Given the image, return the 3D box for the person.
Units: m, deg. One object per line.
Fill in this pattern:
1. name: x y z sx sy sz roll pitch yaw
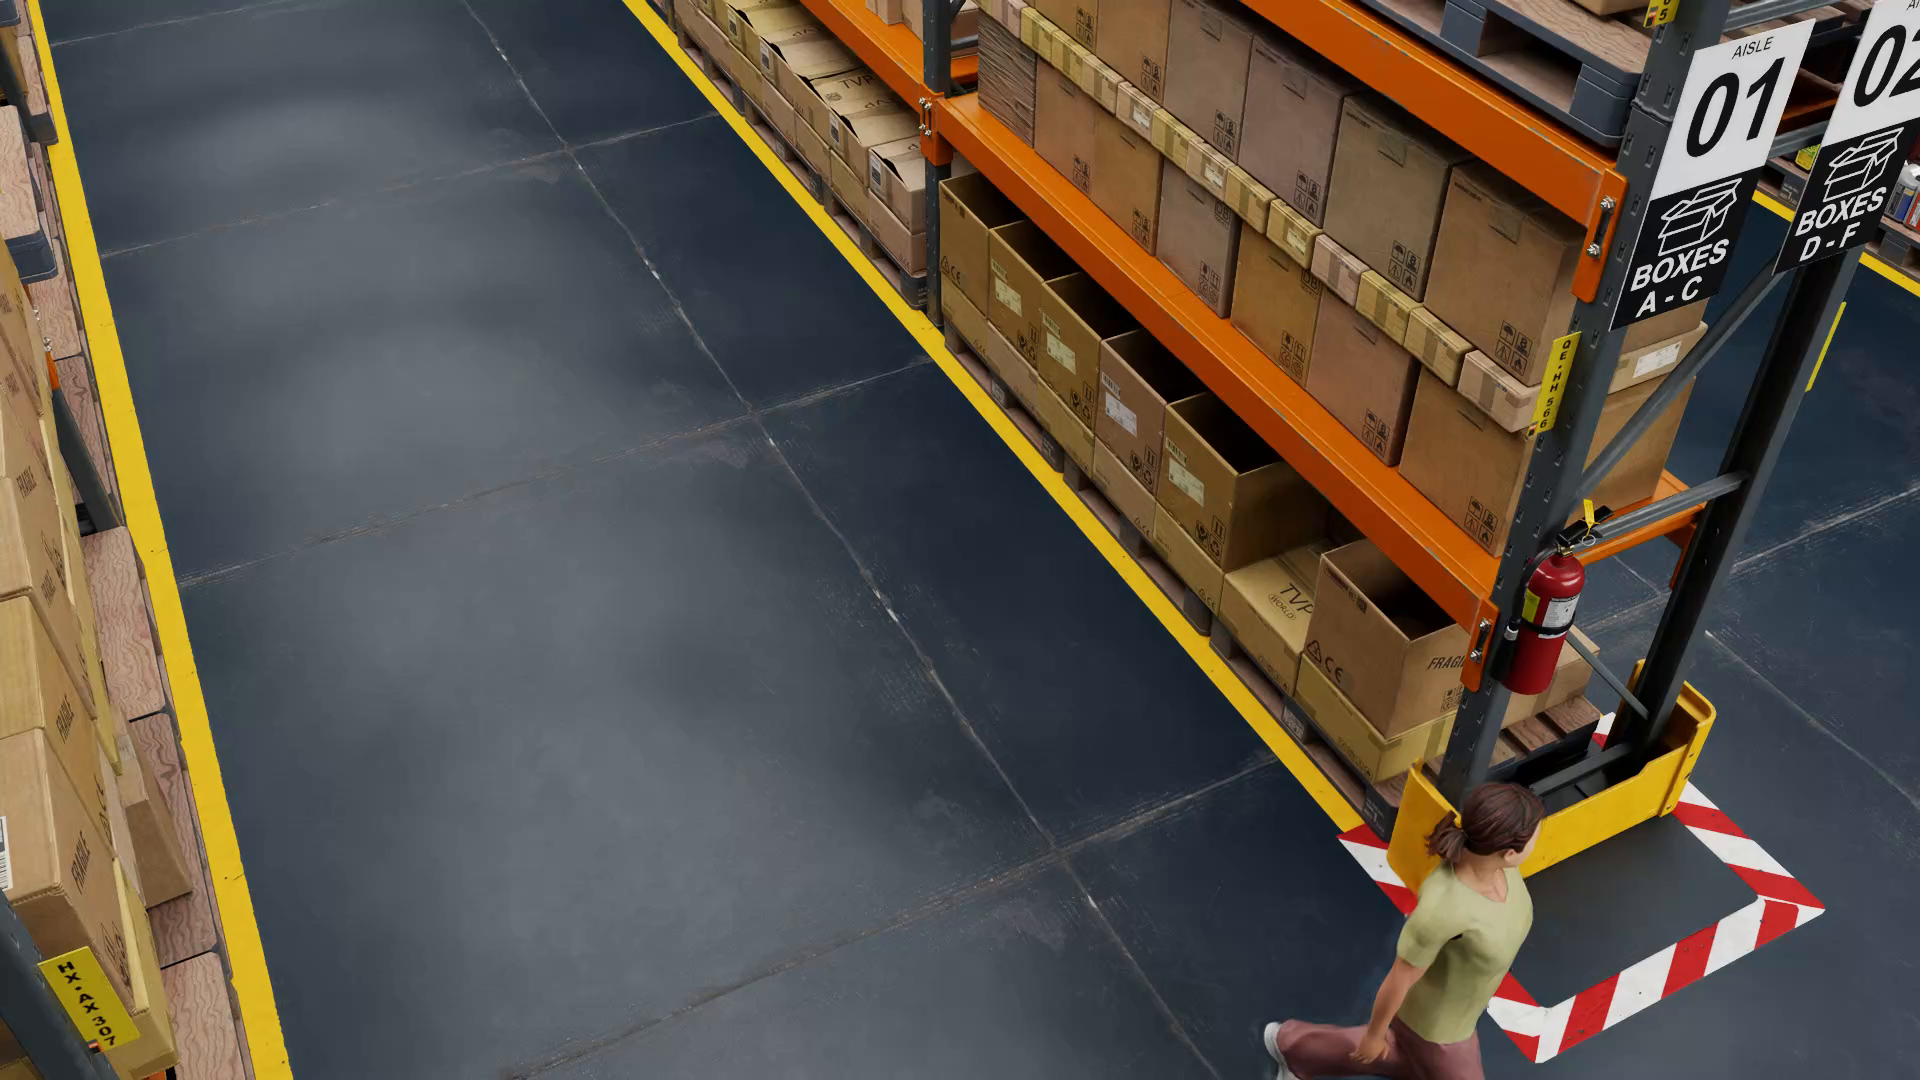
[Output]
1. person: 1.340 1.281 4.716 0.898 1.623 0.513 22 46 23
